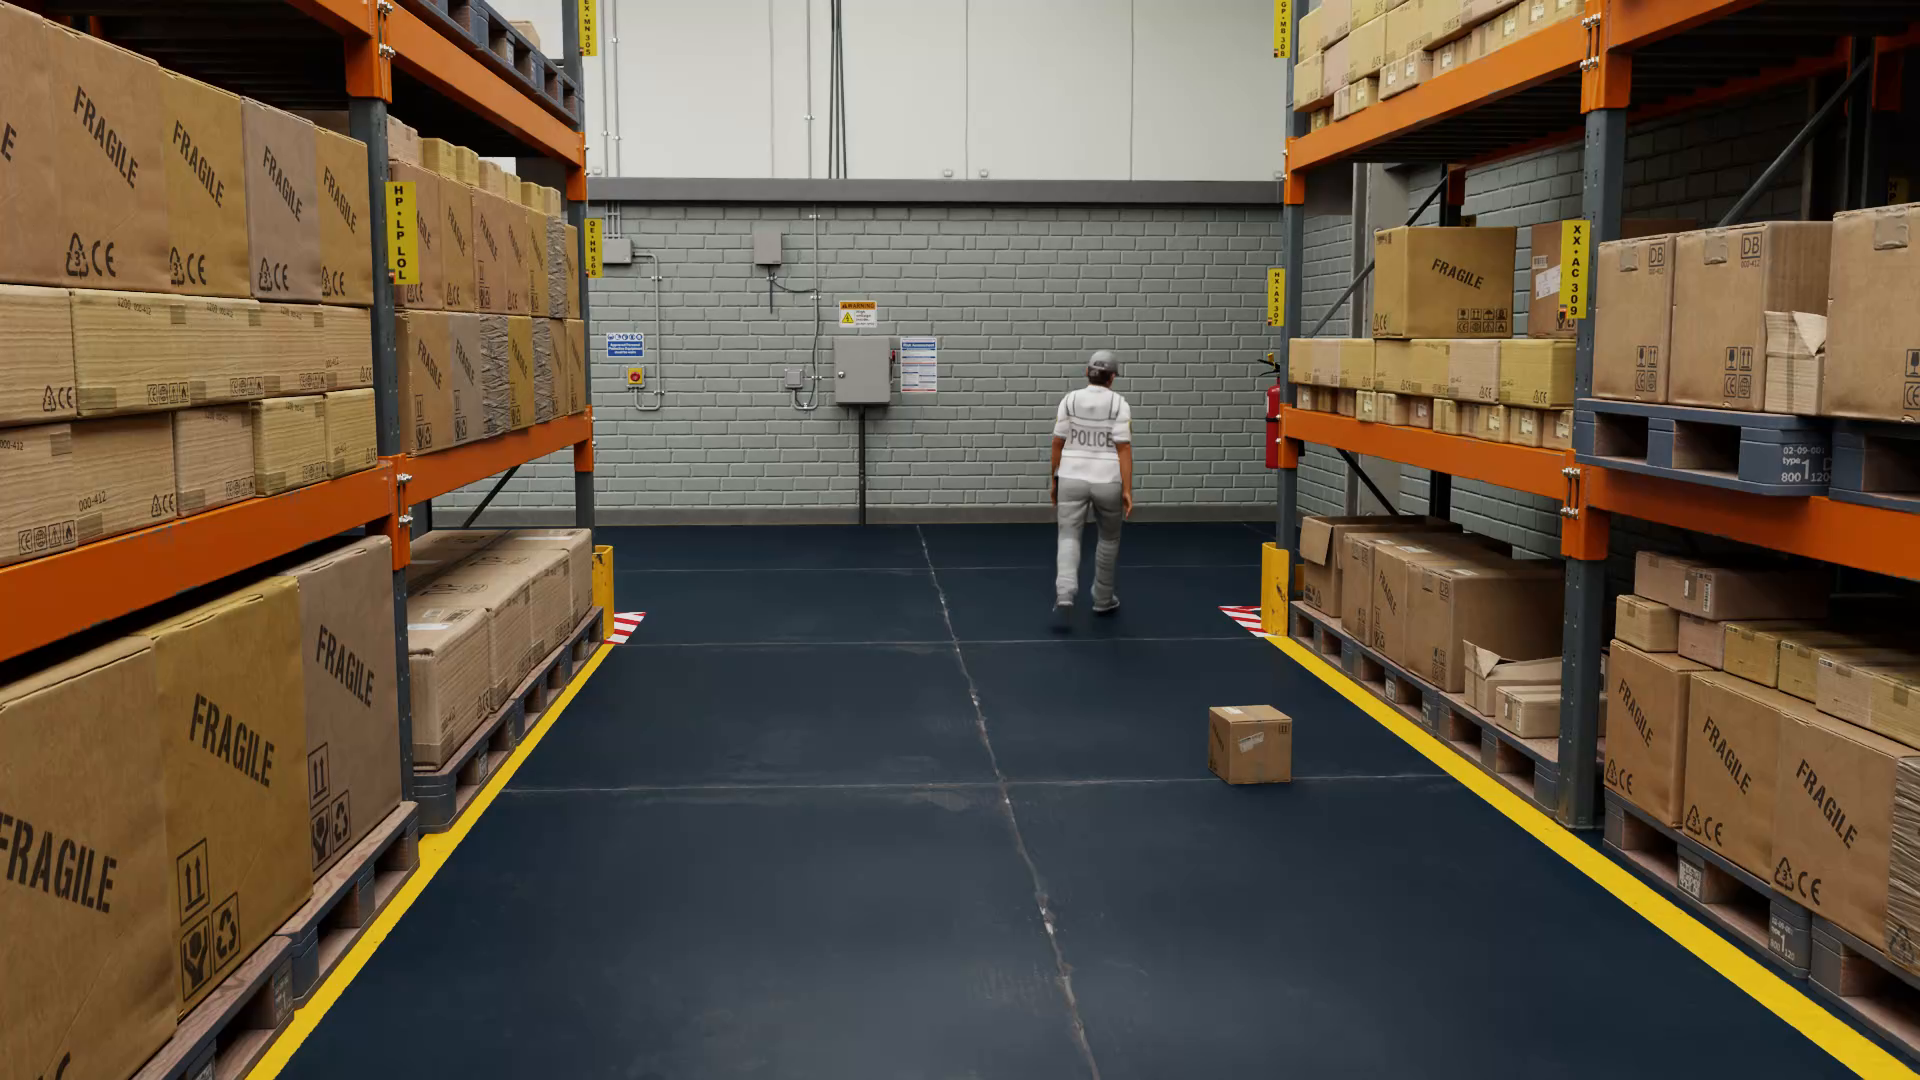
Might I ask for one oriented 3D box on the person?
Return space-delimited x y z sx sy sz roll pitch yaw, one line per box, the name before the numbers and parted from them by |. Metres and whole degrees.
person | 0.792 -0.333 10.024 0.512 1.615 0.939 1 7 9
